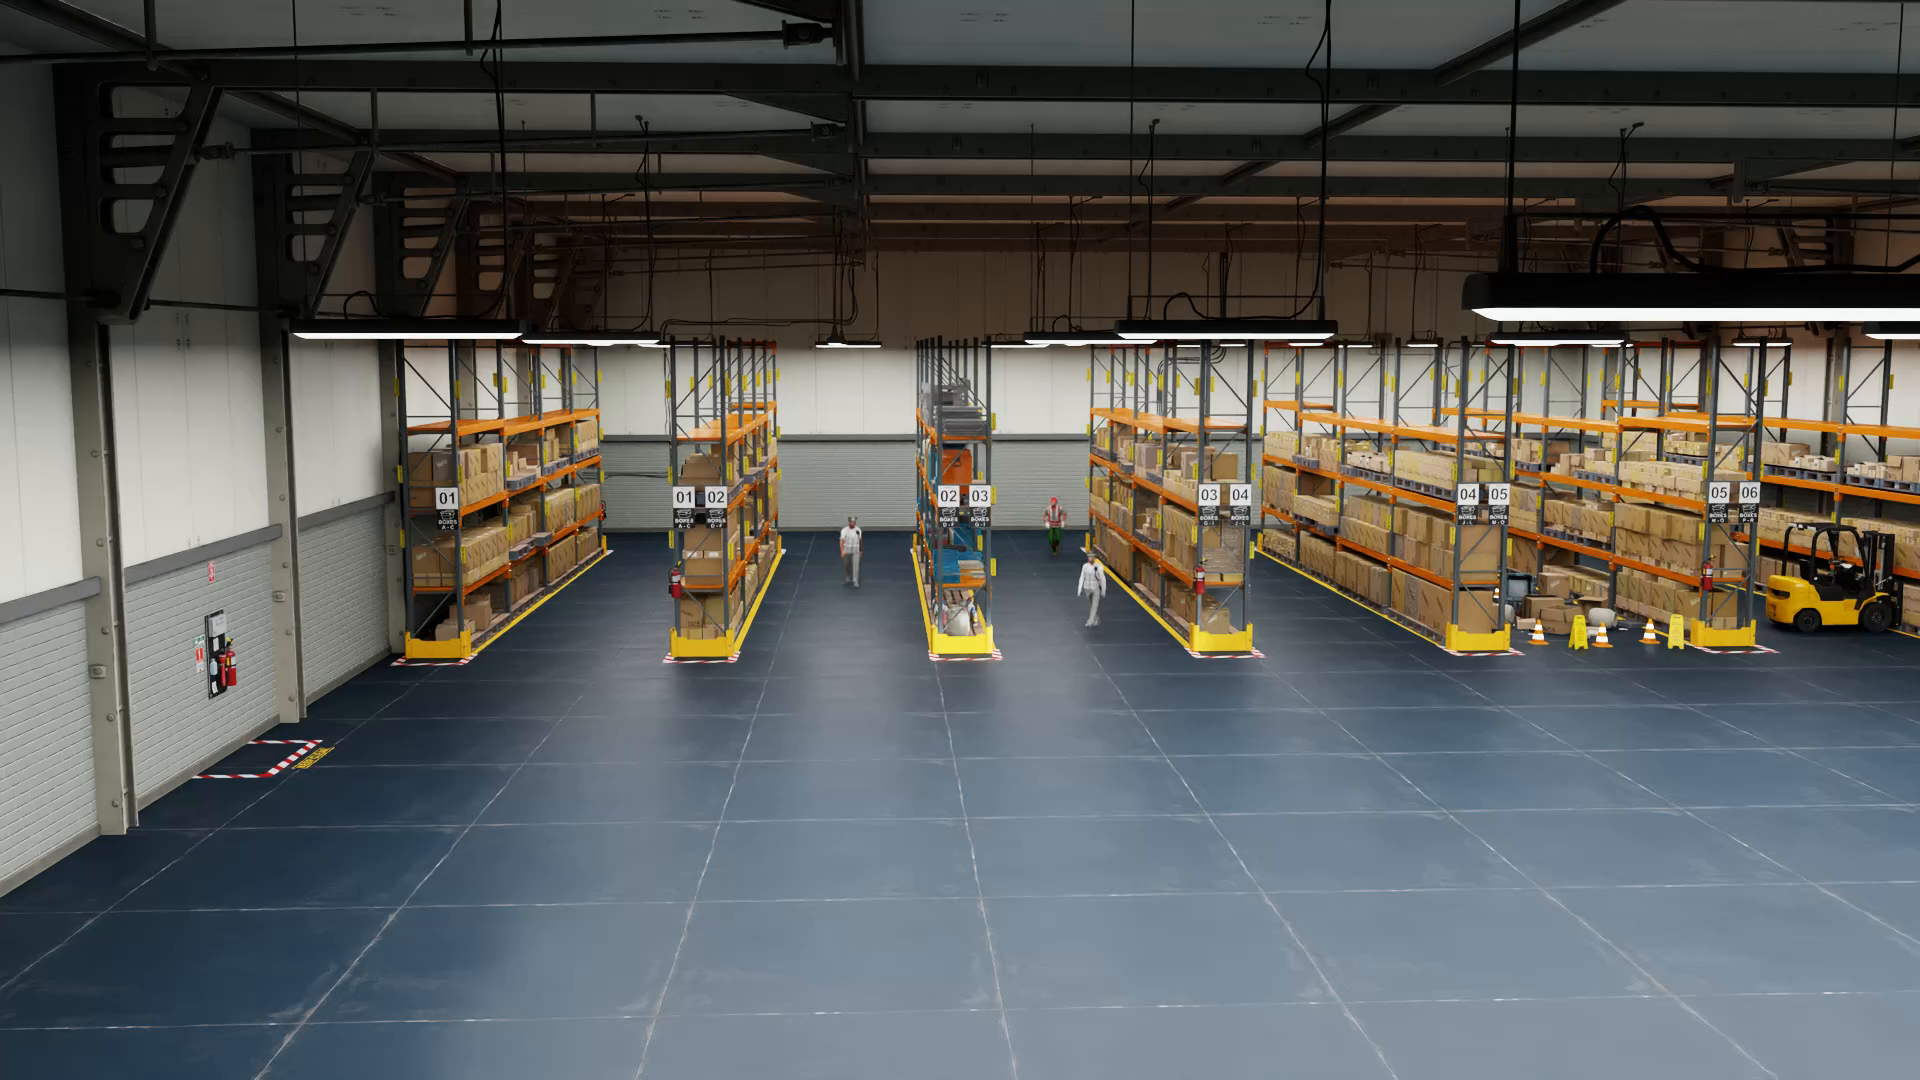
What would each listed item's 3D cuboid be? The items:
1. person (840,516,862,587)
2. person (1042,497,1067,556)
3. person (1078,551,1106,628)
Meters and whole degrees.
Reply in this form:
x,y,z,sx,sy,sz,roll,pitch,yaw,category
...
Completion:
x,y,z,sx,sy,sz,roll,pitch,yaw,category
-2.662,0.263,40.533,0.545,1.703,1.099,-1,7,-6,person
2.645,-0.380,46.457,0.690,1.680,0.669,1,7,6,person
2.685,1.018,34.213,0.514,1.616,1.050,4,8,32,person
